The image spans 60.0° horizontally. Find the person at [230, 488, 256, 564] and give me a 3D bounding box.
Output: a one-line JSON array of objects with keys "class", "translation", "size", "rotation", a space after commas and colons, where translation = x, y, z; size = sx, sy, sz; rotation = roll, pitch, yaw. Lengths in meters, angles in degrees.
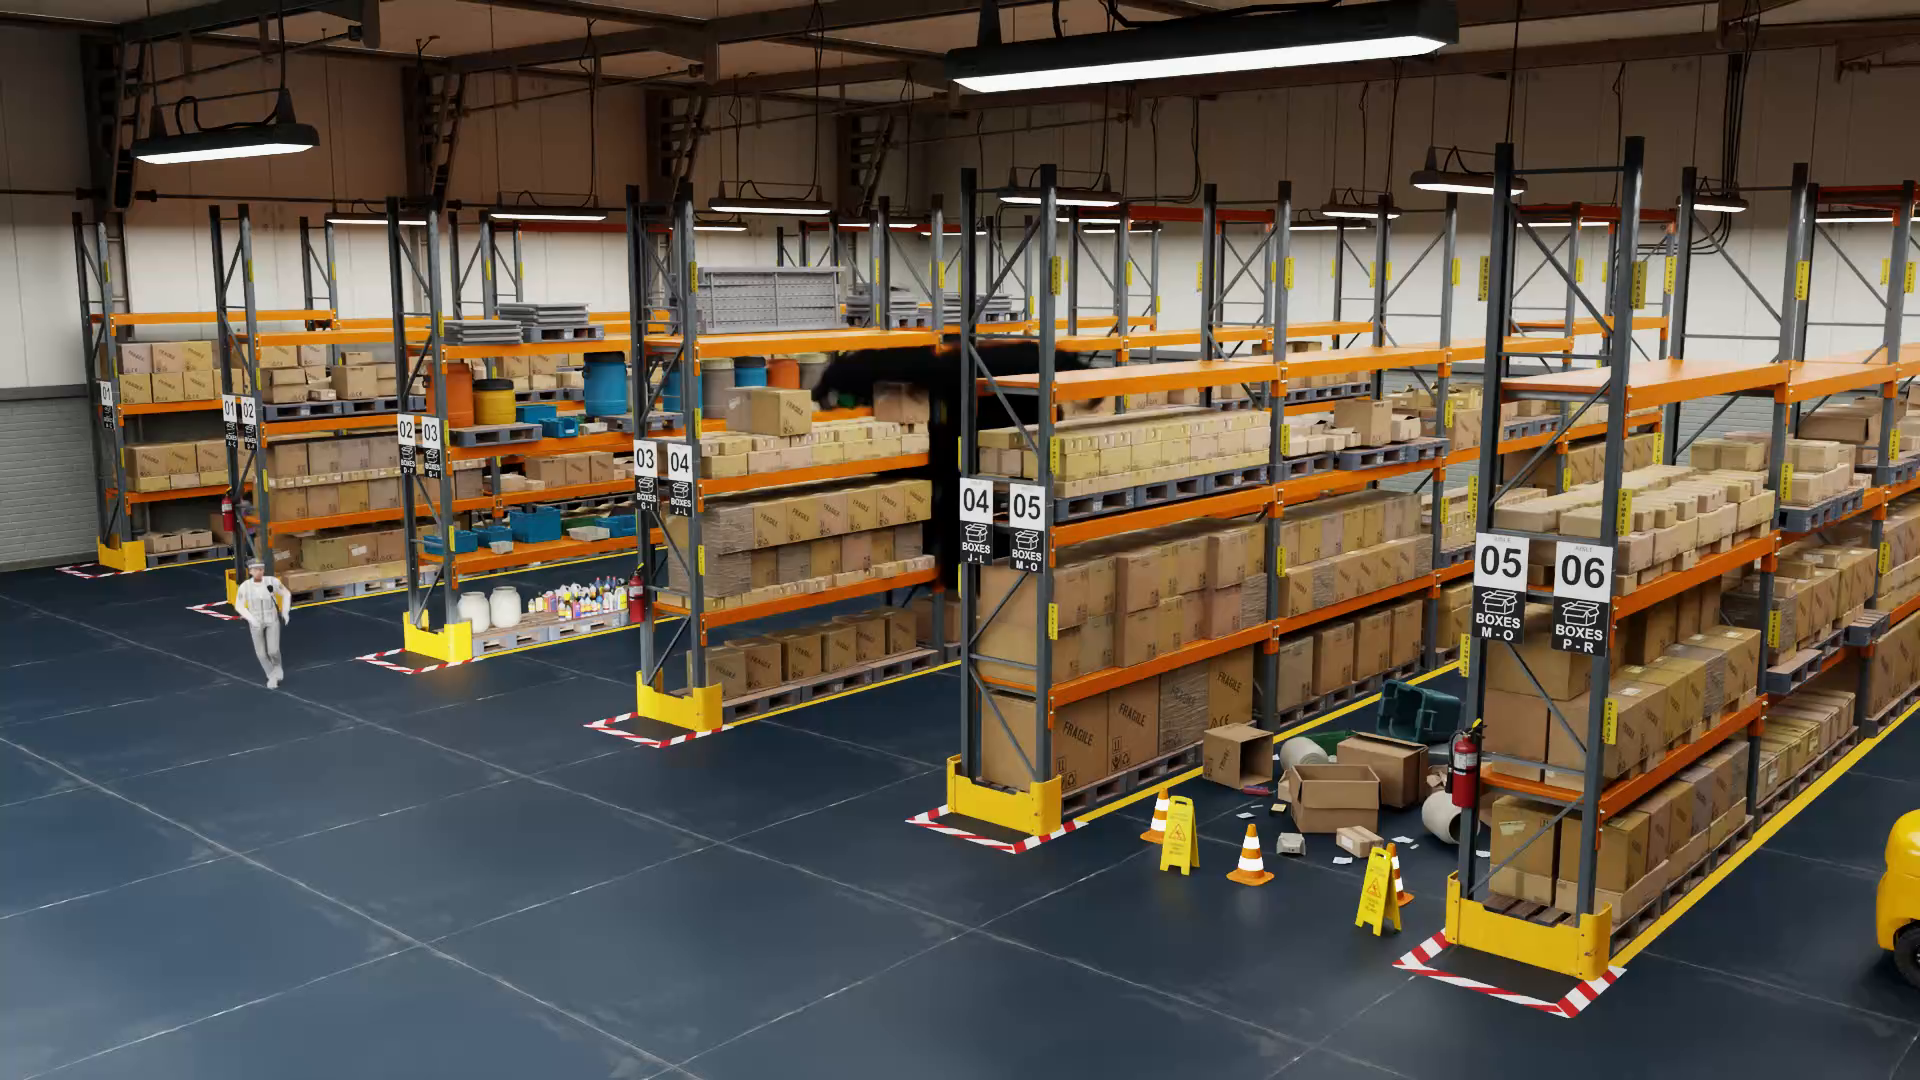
[{"class": "person", "translation": [-11.672, -0.109, 27.187], "size": [0.519, 1.594, 0.844], "rotation": [2, 10, 13]}]

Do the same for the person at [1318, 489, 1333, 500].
[{"class": "person", "translation": [5.763, -0.026, 26.435], "size": [0.545, 1.740, 0.730], "rotation": [7, 12, 37]}]

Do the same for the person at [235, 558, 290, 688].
[{"class": "person", "translation": [-8.486, 1.011, 20.275], "size": [0.612, 1.643, 0.524], "rotation": [-3, 10, -17]}]
